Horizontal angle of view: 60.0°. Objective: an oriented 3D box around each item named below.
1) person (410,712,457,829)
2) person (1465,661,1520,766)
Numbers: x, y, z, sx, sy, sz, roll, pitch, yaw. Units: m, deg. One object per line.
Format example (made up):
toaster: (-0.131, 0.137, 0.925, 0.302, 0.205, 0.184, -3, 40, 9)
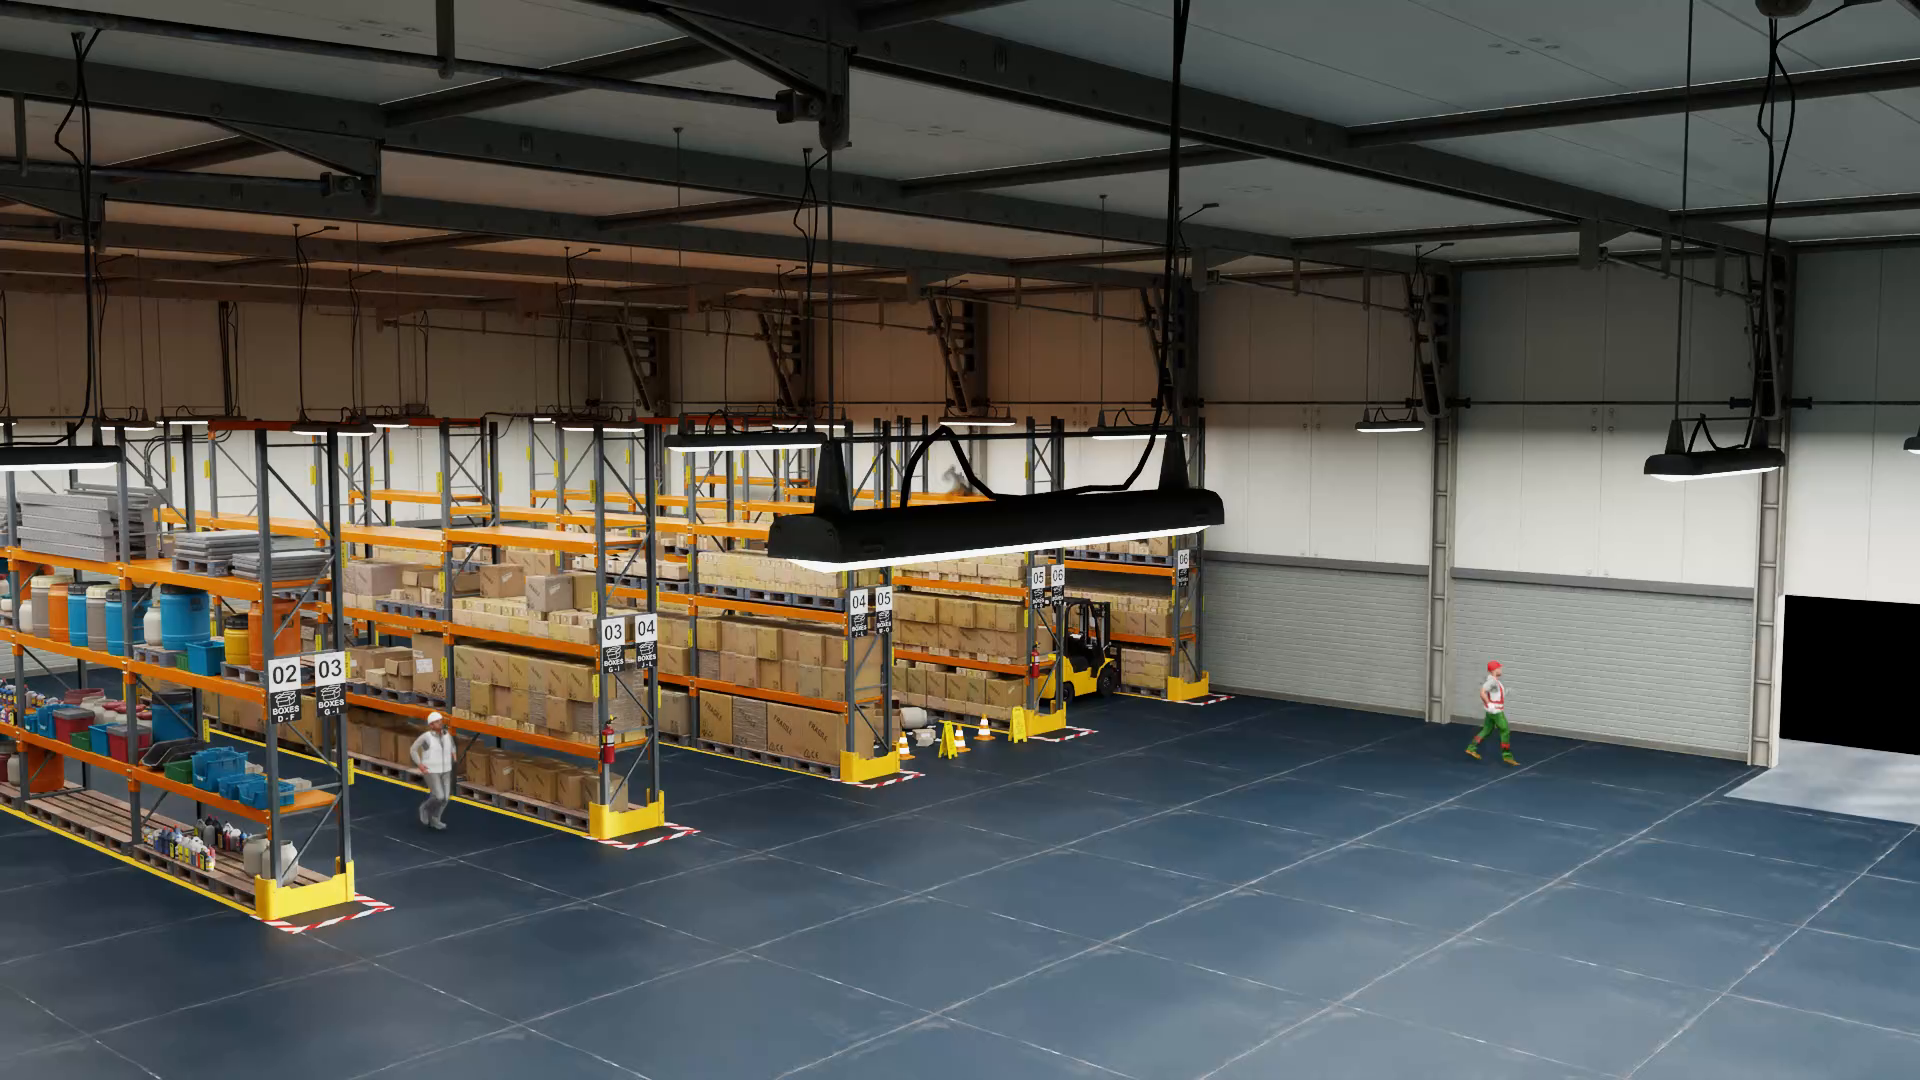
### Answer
person: (-7.712, 3.416, 24.599, 0.542, 1.743, 0.703, 4, 6, 38)
person: (9.306, 3.007, 28.987, 0.909, 1.817, 0.655, 1, 5, 10)
